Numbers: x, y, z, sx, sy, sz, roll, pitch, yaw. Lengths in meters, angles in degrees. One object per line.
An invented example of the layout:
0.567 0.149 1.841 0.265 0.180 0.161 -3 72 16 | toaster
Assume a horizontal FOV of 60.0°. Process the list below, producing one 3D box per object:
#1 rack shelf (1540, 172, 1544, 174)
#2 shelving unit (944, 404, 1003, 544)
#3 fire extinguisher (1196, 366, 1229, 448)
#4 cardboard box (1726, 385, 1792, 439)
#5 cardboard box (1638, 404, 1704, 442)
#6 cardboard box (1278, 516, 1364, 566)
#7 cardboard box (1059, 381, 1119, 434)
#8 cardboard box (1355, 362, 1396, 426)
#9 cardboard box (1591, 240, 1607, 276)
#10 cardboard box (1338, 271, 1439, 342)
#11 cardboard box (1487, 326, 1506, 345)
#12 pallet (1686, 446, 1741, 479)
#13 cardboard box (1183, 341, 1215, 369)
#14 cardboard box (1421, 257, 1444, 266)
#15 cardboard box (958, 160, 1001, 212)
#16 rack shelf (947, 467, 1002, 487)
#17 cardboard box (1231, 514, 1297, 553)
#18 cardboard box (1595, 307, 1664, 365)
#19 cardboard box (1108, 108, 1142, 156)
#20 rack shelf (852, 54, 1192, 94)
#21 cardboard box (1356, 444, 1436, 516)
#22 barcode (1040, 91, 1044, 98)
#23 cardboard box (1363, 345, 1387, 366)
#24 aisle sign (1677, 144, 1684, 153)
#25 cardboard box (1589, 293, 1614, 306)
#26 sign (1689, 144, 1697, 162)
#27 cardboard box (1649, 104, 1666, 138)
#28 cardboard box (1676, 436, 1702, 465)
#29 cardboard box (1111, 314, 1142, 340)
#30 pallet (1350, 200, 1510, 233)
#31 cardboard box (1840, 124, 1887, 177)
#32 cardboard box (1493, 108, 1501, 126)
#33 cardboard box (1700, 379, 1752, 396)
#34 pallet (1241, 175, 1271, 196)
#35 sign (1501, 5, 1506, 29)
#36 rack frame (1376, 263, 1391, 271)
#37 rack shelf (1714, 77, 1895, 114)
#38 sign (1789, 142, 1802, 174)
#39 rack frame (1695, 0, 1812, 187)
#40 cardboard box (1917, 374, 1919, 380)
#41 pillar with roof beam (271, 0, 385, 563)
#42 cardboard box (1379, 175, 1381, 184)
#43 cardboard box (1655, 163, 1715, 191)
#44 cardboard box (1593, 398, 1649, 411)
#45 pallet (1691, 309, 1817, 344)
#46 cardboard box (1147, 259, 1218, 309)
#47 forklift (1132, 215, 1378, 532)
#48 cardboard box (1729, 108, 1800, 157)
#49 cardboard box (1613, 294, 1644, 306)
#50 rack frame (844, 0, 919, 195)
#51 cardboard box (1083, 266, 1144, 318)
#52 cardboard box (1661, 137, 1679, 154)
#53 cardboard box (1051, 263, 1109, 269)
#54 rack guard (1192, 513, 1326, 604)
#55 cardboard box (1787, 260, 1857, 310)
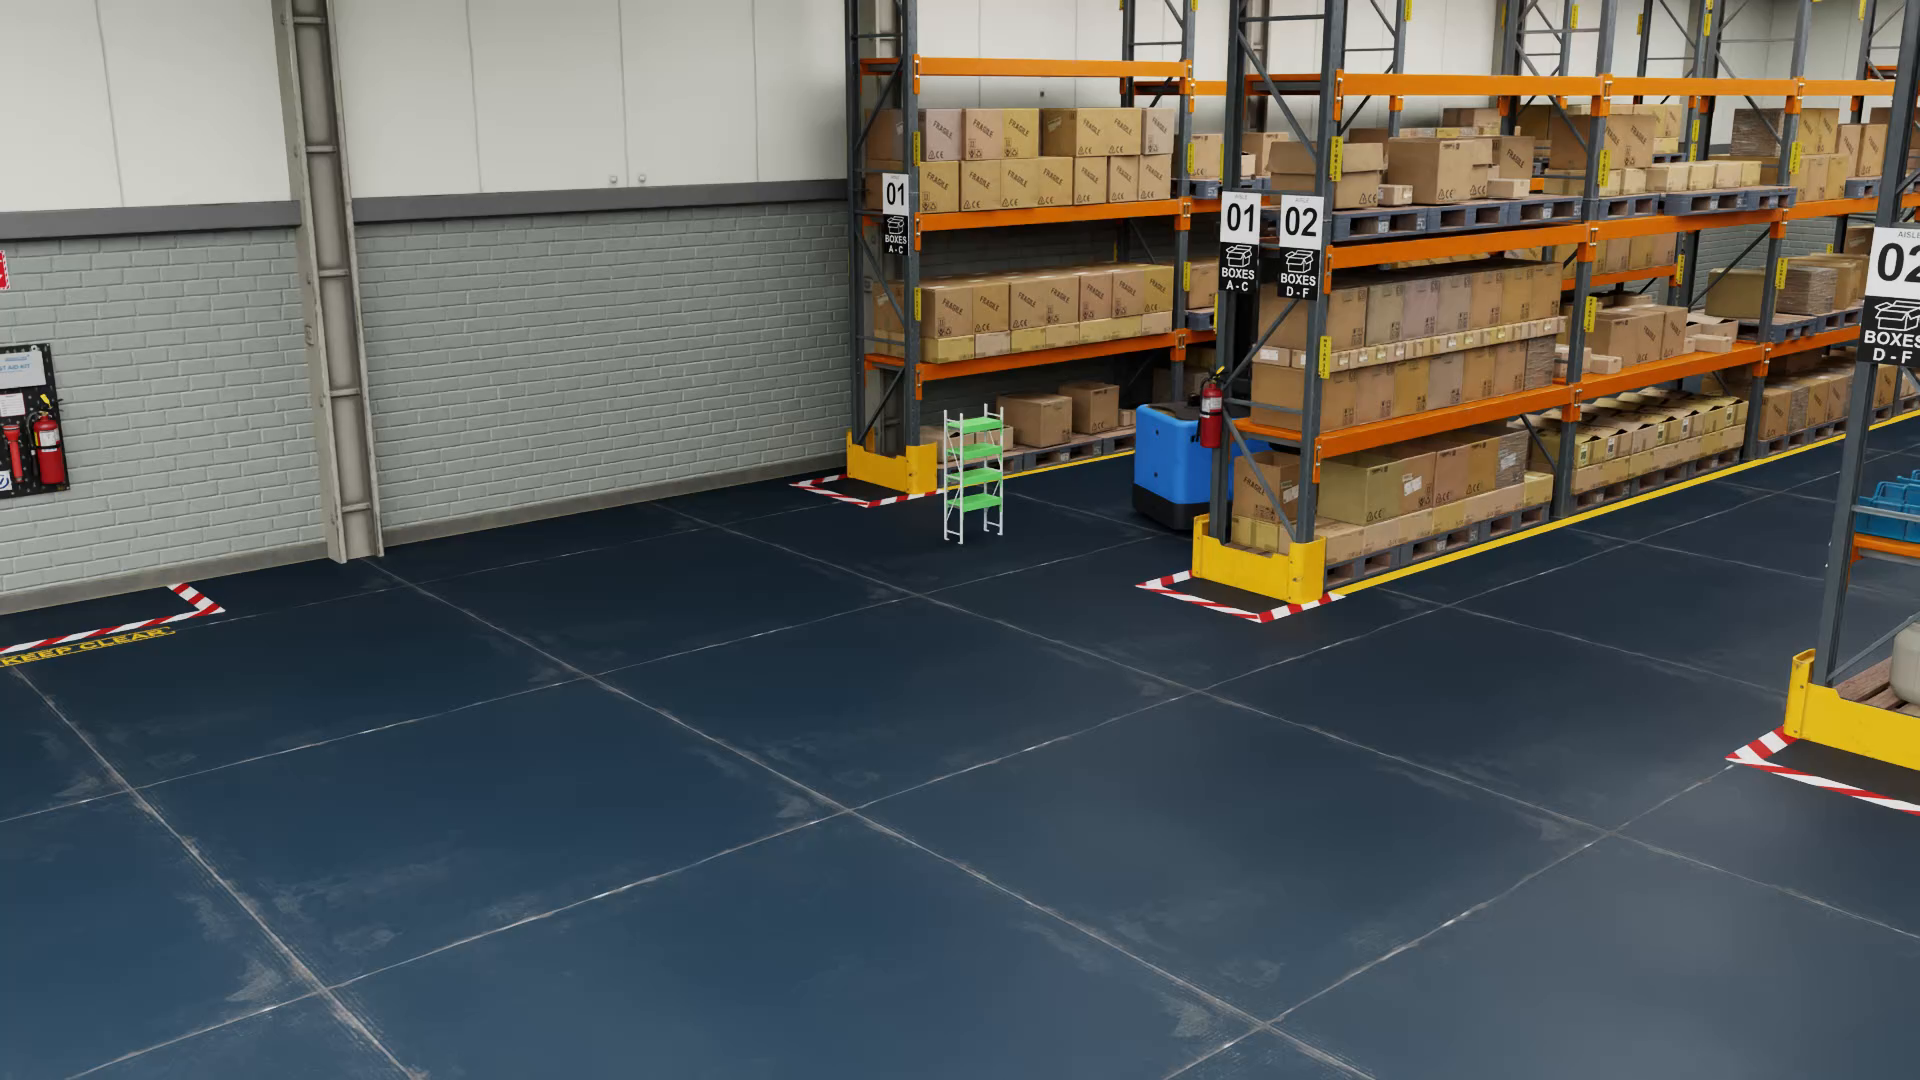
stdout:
9.782 -5.510 25.646 4.000 0.370 1.077 -13 19 -39 | rack shelf
0.125 -0.608 15.200 0.503 1.200 0.258 -13 19 -39 | shelving unit
2.082 -1.106 13.727 0.183 0.674 0.296 -13 19 -39 | fire extinguisher
9.042 -1.454 18.874 0.500 0.500 0.500 -12 19 -37 | cardboard box
7.507 -1.262 17.591 0.500 0.311 0.500 -13 20 -40 | cardboard box
3.026 0.005 13.932 0.500 0.250 0.500 -13 19 -39 | cardboard box
1.482 -1.535 19.177 0.500 0.500 0.500 14 21 43 | cardboard box
3.229 -1.288 14.064 0.500 0.500 0.700 -12 19 -38 | cardboard box
9.248 -4.426 25.425 0.700 0.700 0.980 -13 20 -41 | cardboard box
3.649 -2.009 14.251 0.500 0.500 0.700 -13 19 -39 | cardboard box
4.660 -1.852 14.921 0.250 0.149 0.380 -13 20 -40 | cardboard box
7.864 -0.949 18.394 1.213 0.211 1.003 -13 19 -39 | pallet
3.113 -2.285 20.528 0.500 0.250 0.500 -13 20 -41 | cardboard box
6.192 -3.713 22.528 0.500 0.500 0.500 -12 19 -38 | cardboard box
0.066 -3.636 17.004 0.500 0.500 0.500 -11 19 -36 | cardboard box
0.125 -0.546 15.217 0.480 0.148 0.258 -13 19 -39 | rack shelf
2.686 -0.096 14.310 0.500 0.250 0.500 -13 19 -39 | cardboard box
6.858 -2.100 17.105 0.500 0.500 0.500 -13 19 -39 | cardboard box
1.630 -4.471 18.194 0.500 0.500 0.500 -11 19 -36 | cardboard box
0.730 -4.925 17.649 4.000 0.370 1.077 -13 19 -39 | rack shelf
3.771 -0.529 14.480 0.500 0.500 0.500 -13 19 -39 | cardboard box
0.908 -4.929 18.398 0.075 0.075 0.001 -13 19 -39 | barcode
3.299 -1.546 13.776 0.250 0.149 0.380 -13 19 -39 | cardboard box
11.542 -5.957 26.700 0.004 0.787 0.394 -13 19 -39 | aisle sign
10.221 -3.849 26.622 0.250 0.149 0.380 -12 19 -39 | cardboard box
8.156 -4.233 18.470 0.005 0.325 0.100 -13 19 -39 | sign
10.533 -6.477 25.705 0.500 0.500 0.500 -12 19 -38 | cardboard box
7.506 -0.993 17.670 0.500 0.250 0.500 -12 19 -38 | cardboard box
1.699 -2.429 18.784 0.500 0.250 0.500 -13 19 -39 | cardboard box
3.947 -2.802 14.285 1.213 0.211 1.003 -13 19 -39 | pallet
10.611 -4.666 19.891 0.600 0.600 0.600 -13 20 -40 | cardboard box
7.524 -6.018 23.656 0.500 0.250 0.500 -11 18 -35 | cardboard box
9.062 -1.637 19.557 0.500 0.500 0.500 -12 19 -37 | cardboard box
3.555 -4.333 20.210 1.003 0.211 1.213 -13 19 -39 | pallet
7.928 -7.608 24.177 0.005 0.325 0.100 -13 19 -39 | sign
5.256 -3.392 22.135 0.127 3.000 1.000 -13 19 -39 | rack frame
10.019 -5.124 19.166 4.000 0.370 1.077 -13 19 -39 | rack shelf
8.869 -4.056 17.654 0.005 0.325 0.100 -13 19 -39 | sign
8.511 -5.326 17.753 0.127 3.000 1.000 -13 19 -39 | rack frame
12.633 -2.127 22.037 0.250 0.166 0.380 -13 19 -39 | cardboard box
-2.519 -3.367 10.419 0.400 9.000 9.100 -13 19 -39 | pillar with roof beam
3.171 -2.966 13.936 0.500 0.250 0.500 -13 19 -39 | cardboard box
7.383 -3.733 17.076 0.500 0.250 0.500 -13 20 -40 | cardboard box
7.146 -1.365 17.976 0.500 0.311 0.500 -13 20 -41 | cardboard box
8.976 -2.464 19.033 1.003 0.211 1.213 -13 19 -39 | pallet
2.645 -3.055 19.827 0.500 0.500 0.700 -13 19 -39 | cardboard box
3.249 -1.687 15.885 3.031 2.935 1.130 -5 16 -18 | forklift
8.844 -4.481 18.270 0.500 0.500 0.500 -13 19 -39 | cardboard box
10.659 -3.817 26.500 0.250 0.149 0.380 -12 19 -38 | cardboard box
-0.779 -4.935 16.288 0.127 3.000 1.000 -13 19 -39 | rack frame
1.712 -2.788 18.673 0.500 0.500 0.500 -13 20 -40 | cardboard box
10.913 -6.199 26.116 0.500 0.250 0.500 -12 19 -38 | cardboard box
1.354 -2.888 19.047 0.500 0.500 0.500 -13 20 -40 | cardboard box
2.457 0.139 13.761 0.348 0.500 1.175 -13 19 -39 | rack guard
10.236 -3.045 19.832 0.700 0.500 0.500 10 18 33 | cardboard box
